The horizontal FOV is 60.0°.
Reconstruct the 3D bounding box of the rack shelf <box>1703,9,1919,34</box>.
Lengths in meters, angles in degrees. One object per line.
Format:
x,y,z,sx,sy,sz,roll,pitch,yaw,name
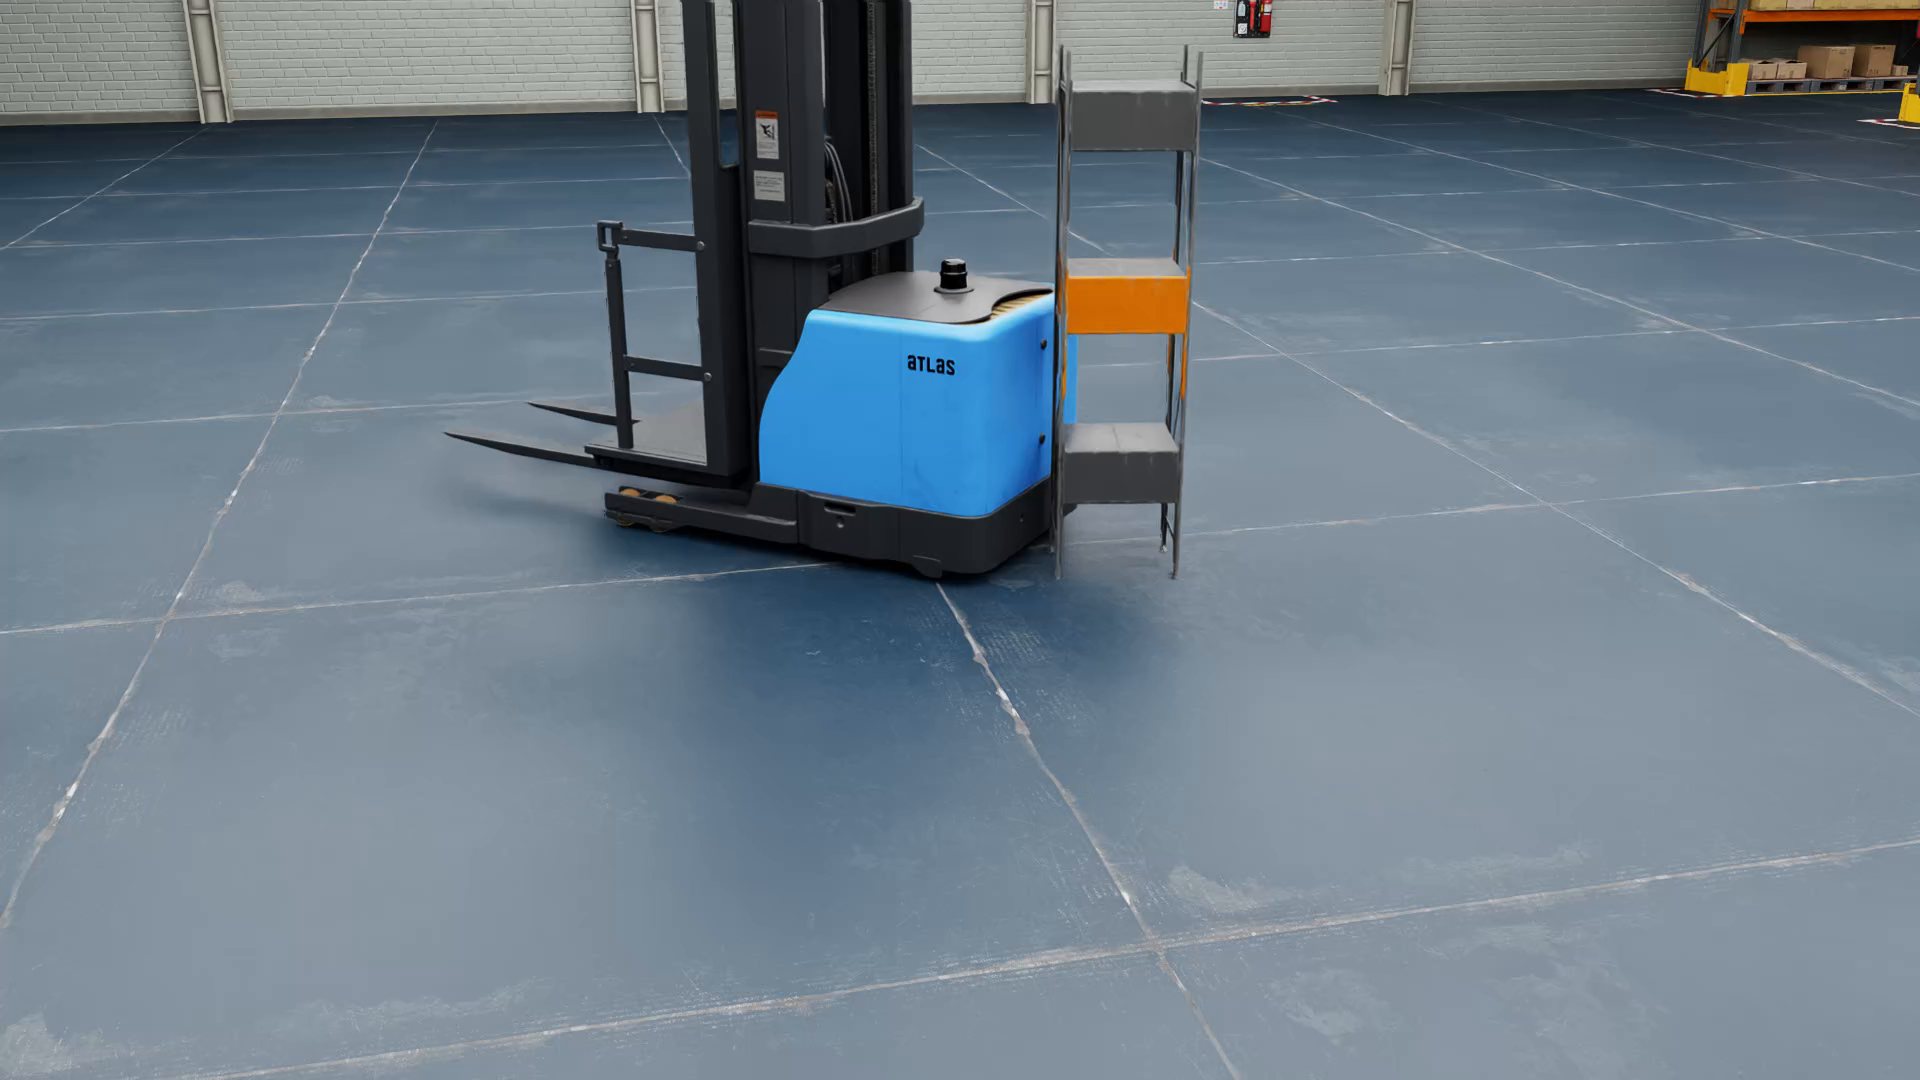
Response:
14.396,-8.660,27.642,4.000,0.370,1.077,-5,21,-12,rack shelf

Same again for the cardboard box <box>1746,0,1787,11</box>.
12.997,-8.711,26.923,0.500,0.250,0.500,-5,21,-14,cardboard box

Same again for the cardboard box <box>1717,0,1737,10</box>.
12.859,-8.881,27.386,0.500,0.250,0.500,-4,21,-12,cardboard box

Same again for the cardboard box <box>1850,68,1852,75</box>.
14.781,-7.905,28.037,0.250,0.149,0.380,-6,21,-17,cardboard box

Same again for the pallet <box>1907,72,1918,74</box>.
17.099,-7.909,28.599,1.213,0.211,1.003,-5,21,-12,pallet

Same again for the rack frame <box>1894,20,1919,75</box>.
16.342,-9.156,27.950,0.127,3.000,1.000,-5,21,-12,rack frame

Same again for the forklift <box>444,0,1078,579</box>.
-1.020,-1.557,7.303,3.031,2.935,1.130,10,22,25,forklift

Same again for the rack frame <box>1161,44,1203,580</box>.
0.887,-0.888,6.686,0.015,2.100,0.400,0,20,-1,rack frame

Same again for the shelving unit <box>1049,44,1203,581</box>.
0.643,-0.886,6.681,0.503,2.100,0.431,0,20,-1,shelving unit

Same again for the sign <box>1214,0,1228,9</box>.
4.117,-8.535,26.200,0.234,0.329,0.001,-5,21,-12,sign

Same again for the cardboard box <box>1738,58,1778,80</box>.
13.143,-7.809,27.540,0.500,0.311,0.500,-7,21,-19,cardboard box

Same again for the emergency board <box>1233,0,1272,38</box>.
4.679,-8.527,26.232,0.643,1.169,0.194,-5,21,-12,emergency board

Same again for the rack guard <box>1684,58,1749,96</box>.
12.523,-7.672,27.532,0.348,0.500,1.175,-5,21,-12,rack guard

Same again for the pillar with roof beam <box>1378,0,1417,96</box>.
8.083,-10.086,21.765,0.400,9.000,9.100,-5,21,-12,pillar with roof beam

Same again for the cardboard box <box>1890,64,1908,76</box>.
15.828,-7.980,28.219,0.250,0.166,0.380,-7,21,-20,cardboard box

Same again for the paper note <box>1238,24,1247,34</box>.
4.491,-8.123,26.408,0.142,0.148,0.016,-5,21,-12,paper note

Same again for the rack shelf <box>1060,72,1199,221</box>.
0.643,-1.531,6.445,0.480,0.518,0.431,0,20,-1,rack shelf

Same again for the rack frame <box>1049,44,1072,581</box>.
0.399,-0.884,6.676,0.015,2.100,0.400,0,20,-1,rack frame

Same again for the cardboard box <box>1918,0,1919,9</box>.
15.951,-8.956,27.593,0.500,0.250,0.500,-5,21,-12,cardboard box

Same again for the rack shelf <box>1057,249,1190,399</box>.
0.643,-0.873,6.686,0.480,0.518,0.431,0,20,-1,rack shelf

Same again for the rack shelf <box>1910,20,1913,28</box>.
18.288,-8.977,28.506,4.000,0.370,1.077,-5,21,-12,rack shelf

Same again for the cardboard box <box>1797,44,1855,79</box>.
14.423,-7.984,27.743,0.500,0.500,0.700,-6,21,-16,cardboard box

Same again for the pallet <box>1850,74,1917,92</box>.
15.696,-7.782,28.252,1.213,0.211,1.003,-5,21,-12,pallet

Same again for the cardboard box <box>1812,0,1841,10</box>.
13.996,-8.795,27.153,0.500,0.250,0.500,-5,21,-13,cardboard box

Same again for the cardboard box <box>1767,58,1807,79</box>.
13.698,-7.854,27.663,0.500,0.311,0.500,-3,20,-8,cardboard box

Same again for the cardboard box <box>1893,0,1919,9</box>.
15.464,-8.920,27.493,0.500,0.250,0.500,-5,21,-12,cardboard box

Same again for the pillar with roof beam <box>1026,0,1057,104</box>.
2.244,-9.611,20.469,0.400,9.000,9.100,-5,21,-12,pillar with roof beam

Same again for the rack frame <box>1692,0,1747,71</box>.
12.449,-8.840,27.086,0.127,3.000,1.000,-5,21,-12,rack frame

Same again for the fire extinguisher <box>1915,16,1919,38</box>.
13.371,-7.292,22.972,0.183,0.674,0.296,-5,21,-12,fire extinguisher

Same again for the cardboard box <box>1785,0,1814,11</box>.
13.499,-8.757,27.049,0.500,0.250,0.500,-5,21,-14,cardboard box

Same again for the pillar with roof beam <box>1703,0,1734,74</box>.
13.922,-10.561,23.062,0.400,9.000,9.100,-5,21,-12,pillar with roof beam

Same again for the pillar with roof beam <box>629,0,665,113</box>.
-3.595,-9.136,19.172,0.400,9.000,9.100,-5,21,-12,pillar with roof beam

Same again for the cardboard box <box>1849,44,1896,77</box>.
15.341,-8.094,28.043,0.500,0.500,0.500,-6,21,-17,cardboard box

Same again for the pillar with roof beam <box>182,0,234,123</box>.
-9.434,-8.661,17.876,0.400,9.000,9.100,-5,21,-12,pillar with roof beam

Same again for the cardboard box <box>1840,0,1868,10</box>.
14.489,-8.835,27.260,0.500,0.250,0.500,-4,21,-12,cardboard box

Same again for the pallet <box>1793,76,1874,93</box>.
14.507,-7.684,27.985,1.213,0.211,1.003,-5,21,-12,pallet

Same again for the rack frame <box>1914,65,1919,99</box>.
13.593,-7.182,22.560,0.127,3.000,1.000,-5,21,-12,rack frame

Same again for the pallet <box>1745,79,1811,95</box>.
13.322,-7.589,27.725,1.213,0.211,1.003,-5,21,-12,pallet

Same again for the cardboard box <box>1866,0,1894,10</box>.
14.978,-8.875,27.370,0.500,0.250,0.500,-5,21,-13,cardboard box

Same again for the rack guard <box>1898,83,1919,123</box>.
13.569,-6.006,22.985,0.348,0.500,1.175,-5,21,-12,rack guard

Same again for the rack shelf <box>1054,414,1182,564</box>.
0.643,-0.216,6.927,0.480,0.518,0.431,0,20,-1,rack shelf
